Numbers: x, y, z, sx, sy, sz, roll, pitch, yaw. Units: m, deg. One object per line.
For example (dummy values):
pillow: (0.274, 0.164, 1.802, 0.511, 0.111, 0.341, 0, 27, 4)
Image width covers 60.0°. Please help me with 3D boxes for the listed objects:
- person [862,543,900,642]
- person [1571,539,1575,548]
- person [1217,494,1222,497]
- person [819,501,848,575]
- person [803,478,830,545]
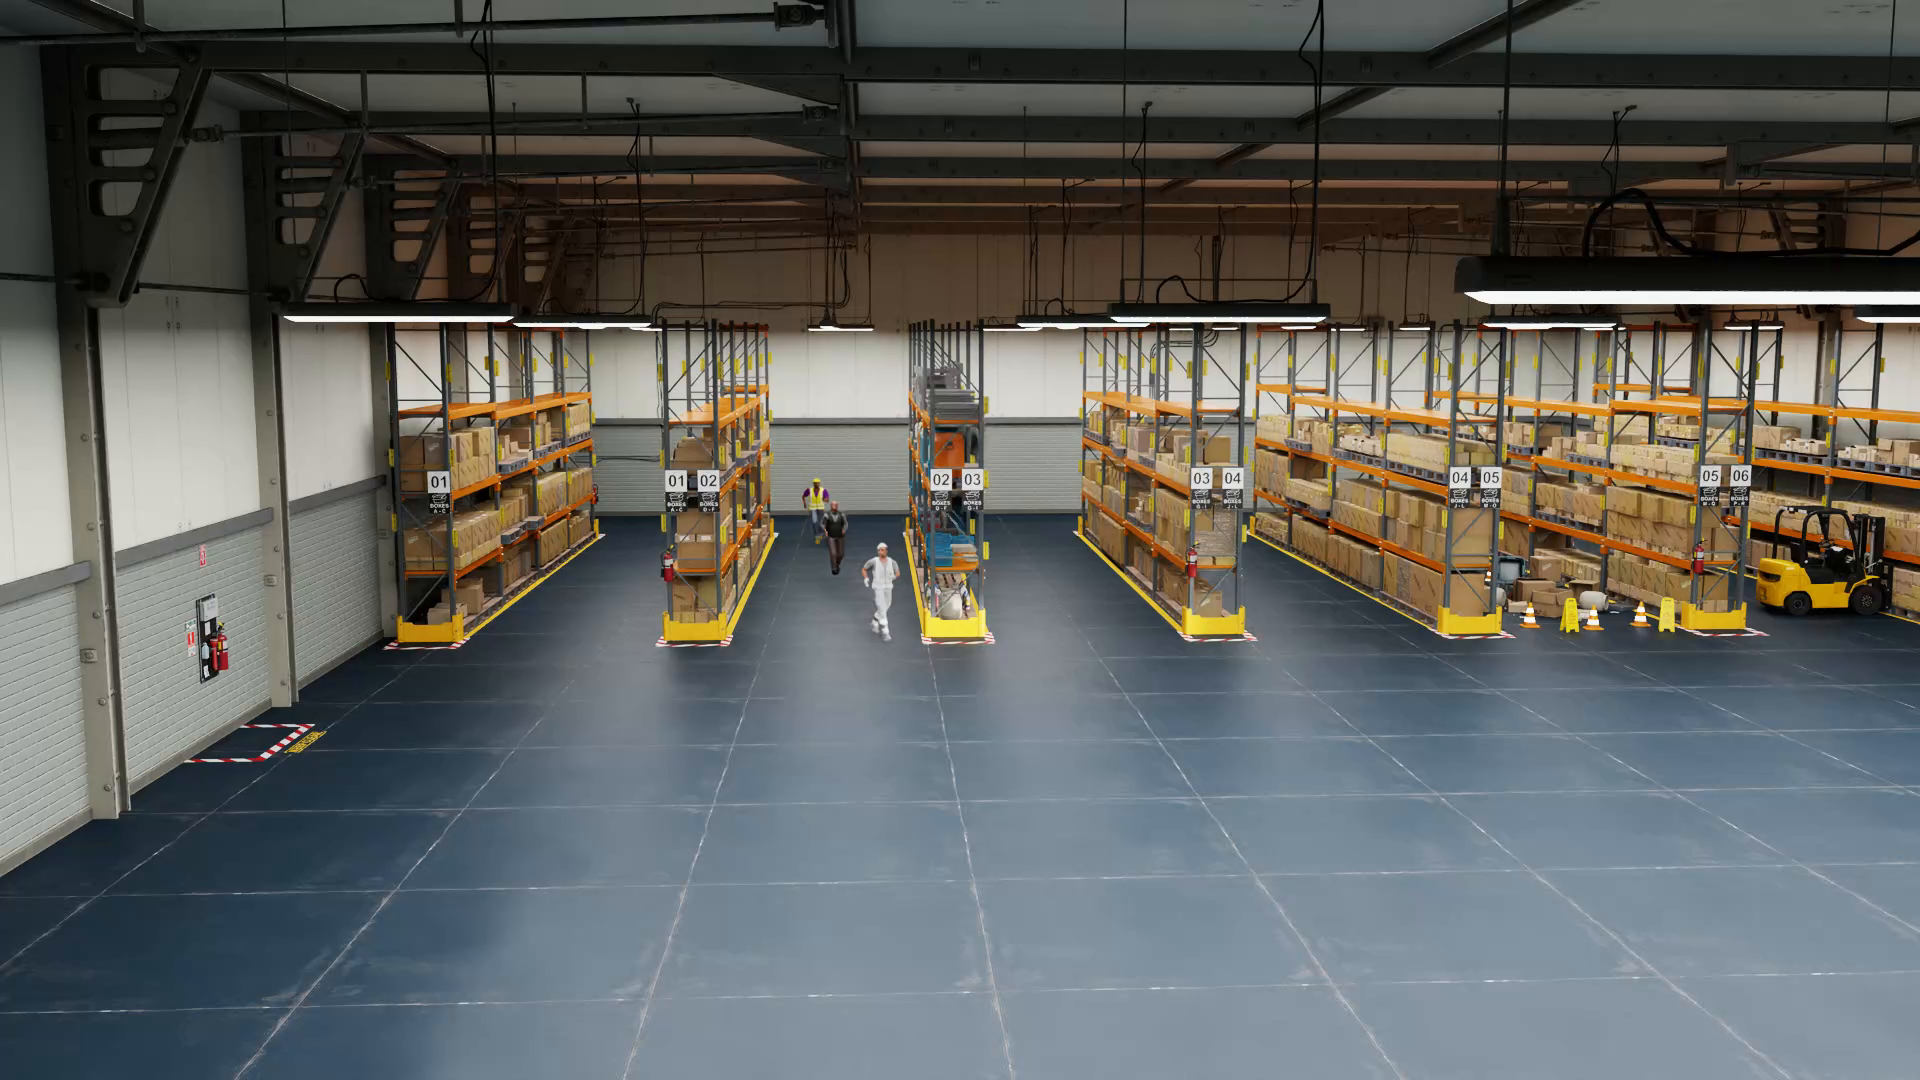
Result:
person: (-1.454, 0.955, 31.436, 0.721, 1.804, 0.935, -4, 8, -31)
person: (15.964, -0.451, 43.438, 0.588, 1.651, 0.688, -1, 7, -7)
person: (7.325, -0.762, 45.818, 0.656, 1.718, 0.861, -1, 7, -12)
person: (-2.854, -0.046, 37.780, 0.661, 1.690, 0.595, -2, 7, -14)
person: (-3.958, -0.808, 45.812, 0.718, 1.812, 0.906, -2, 7, -12)
